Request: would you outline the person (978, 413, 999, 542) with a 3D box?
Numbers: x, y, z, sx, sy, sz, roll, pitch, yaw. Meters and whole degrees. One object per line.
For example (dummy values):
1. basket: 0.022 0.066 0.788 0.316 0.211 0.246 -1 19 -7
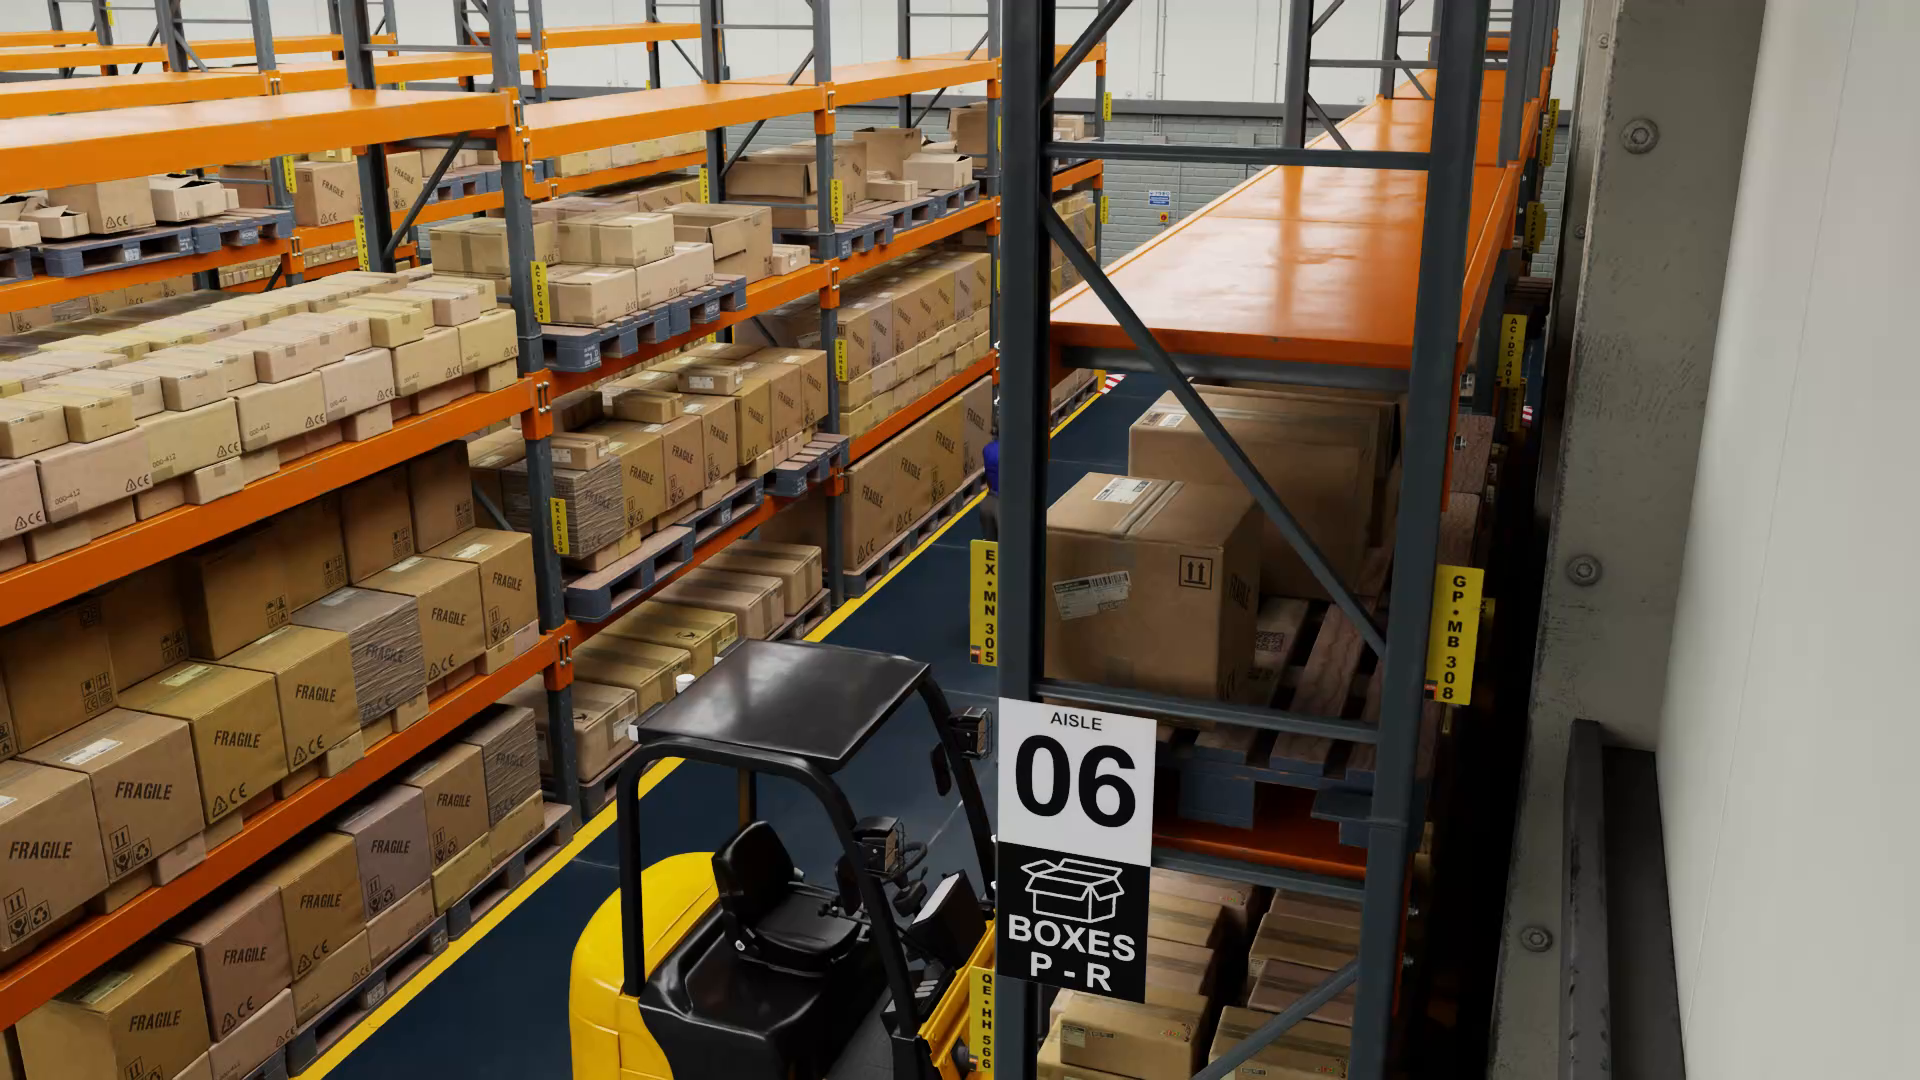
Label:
1. person: 0.346 -0.196 13.109 0.470 1.641 0.522 -16 25 -40
